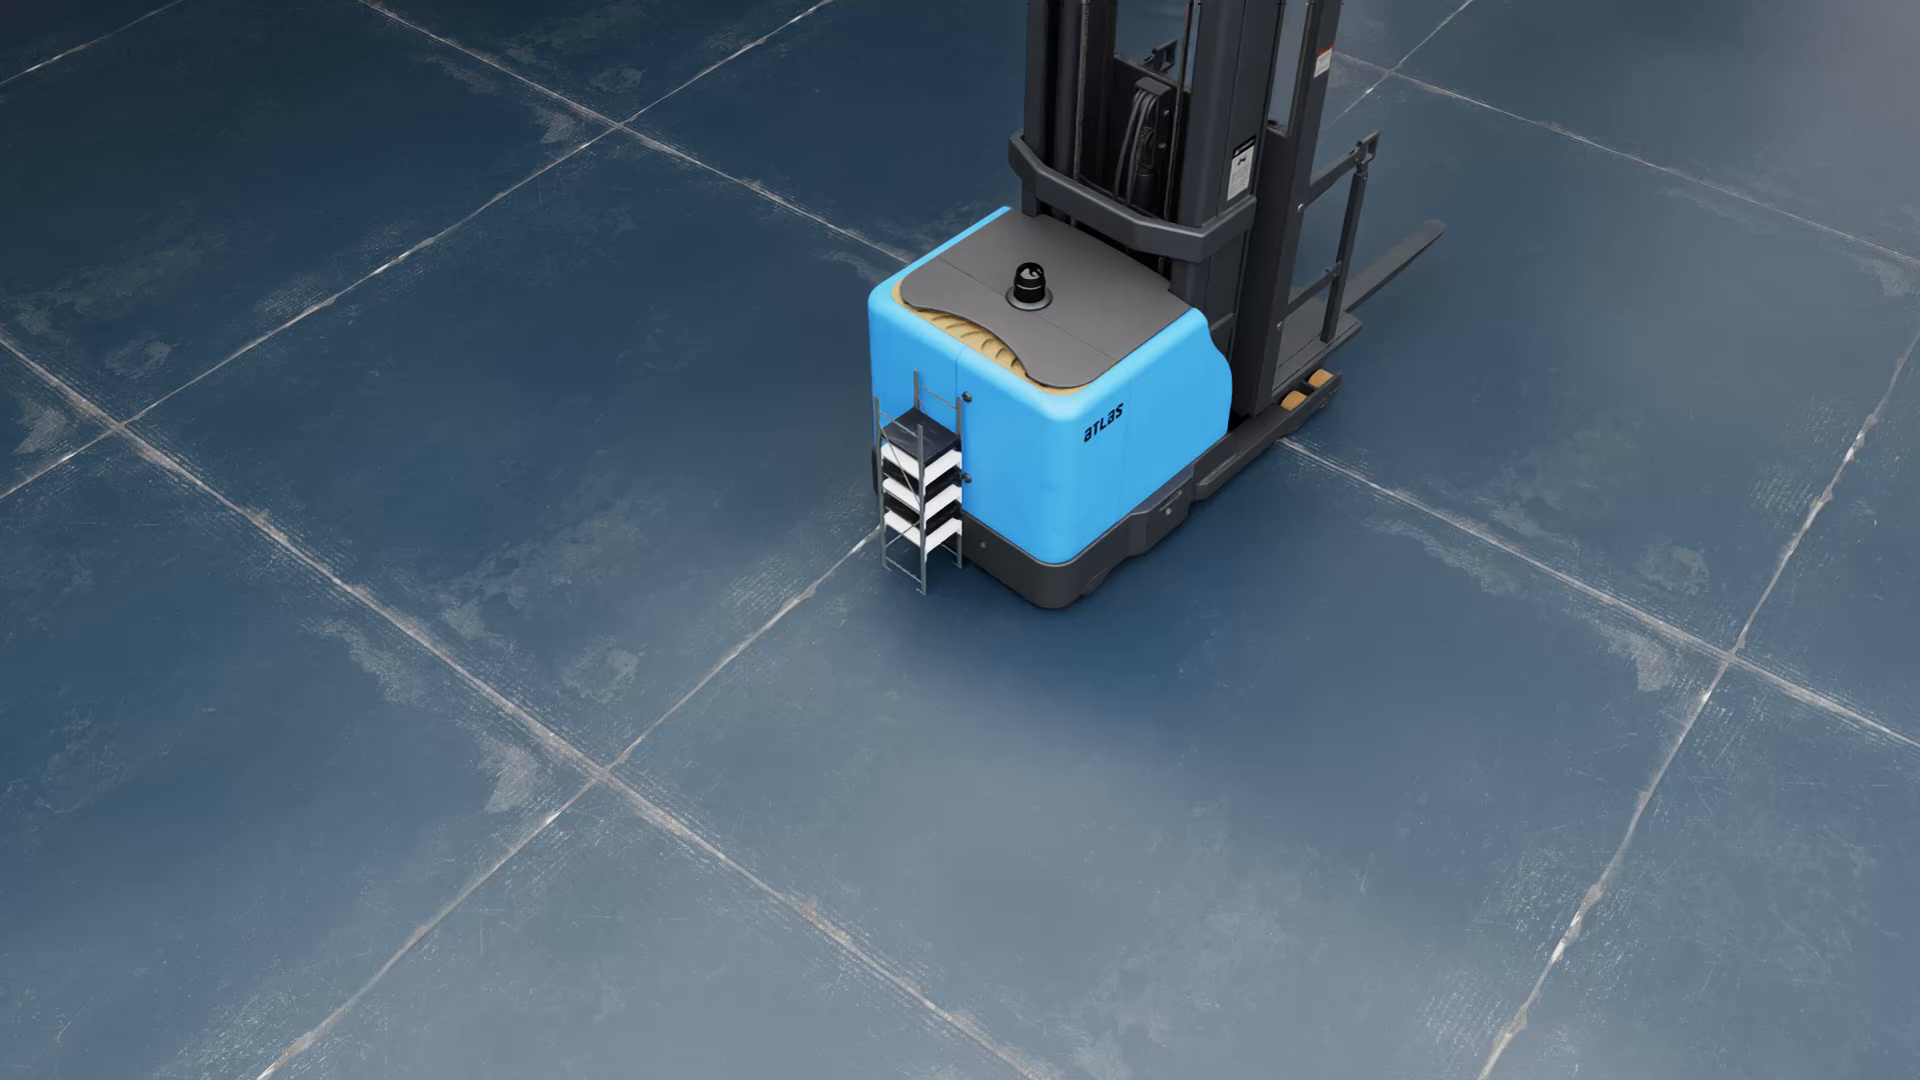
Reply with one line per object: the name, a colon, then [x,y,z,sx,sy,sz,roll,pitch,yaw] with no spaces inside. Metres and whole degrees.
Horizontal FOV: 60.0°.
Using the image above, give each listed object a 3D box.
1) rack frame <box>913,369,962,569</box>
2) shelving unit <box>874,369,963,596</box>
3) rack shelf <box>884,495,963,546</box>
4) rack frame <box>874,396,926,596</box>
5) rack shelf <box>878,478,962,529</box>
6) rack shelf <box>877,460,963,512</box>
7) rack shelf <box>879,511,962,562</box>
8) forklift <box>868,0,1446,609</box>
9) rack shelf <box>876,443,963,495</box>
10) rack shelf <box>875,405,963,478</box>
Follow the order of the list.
rack frame: [-0.082,-0.257,6.373,0.240,0.900,0.006,34,55,28]
shelving unit: [-0.152,-0.203,6.322,0.258,0.900,0.210,34,55,28]
rack shelf: [-0.152,-0.118,6.411,0.258,0.077,0.200,34,55,28]
rack frame: [-0.222,-0.150,6.271,0.240,0.900,0.006,34,55,28]
rack shelf: [-0.152,-0.180,6.346,0.258,0.077,0.200,34,55,28]
rack shelf: [-0.152,-0.242,6.281,0.258,0.077,0.200,34,55,28]
rack shelf: [-0.152,-0.056,6.476,0.258,0.077,0.200,34,55,28]
forklift: [1.019,-1.722,6.368,1.130,2.935,3.031,34,55,28]
rack shelf: [-0.152,-0.305,6.216,0.258,0.077,0.200,34,55,28]
rack shelf: [-0.152,-0.367,6.151,0.258,0.077,0.200,34,55,28]
